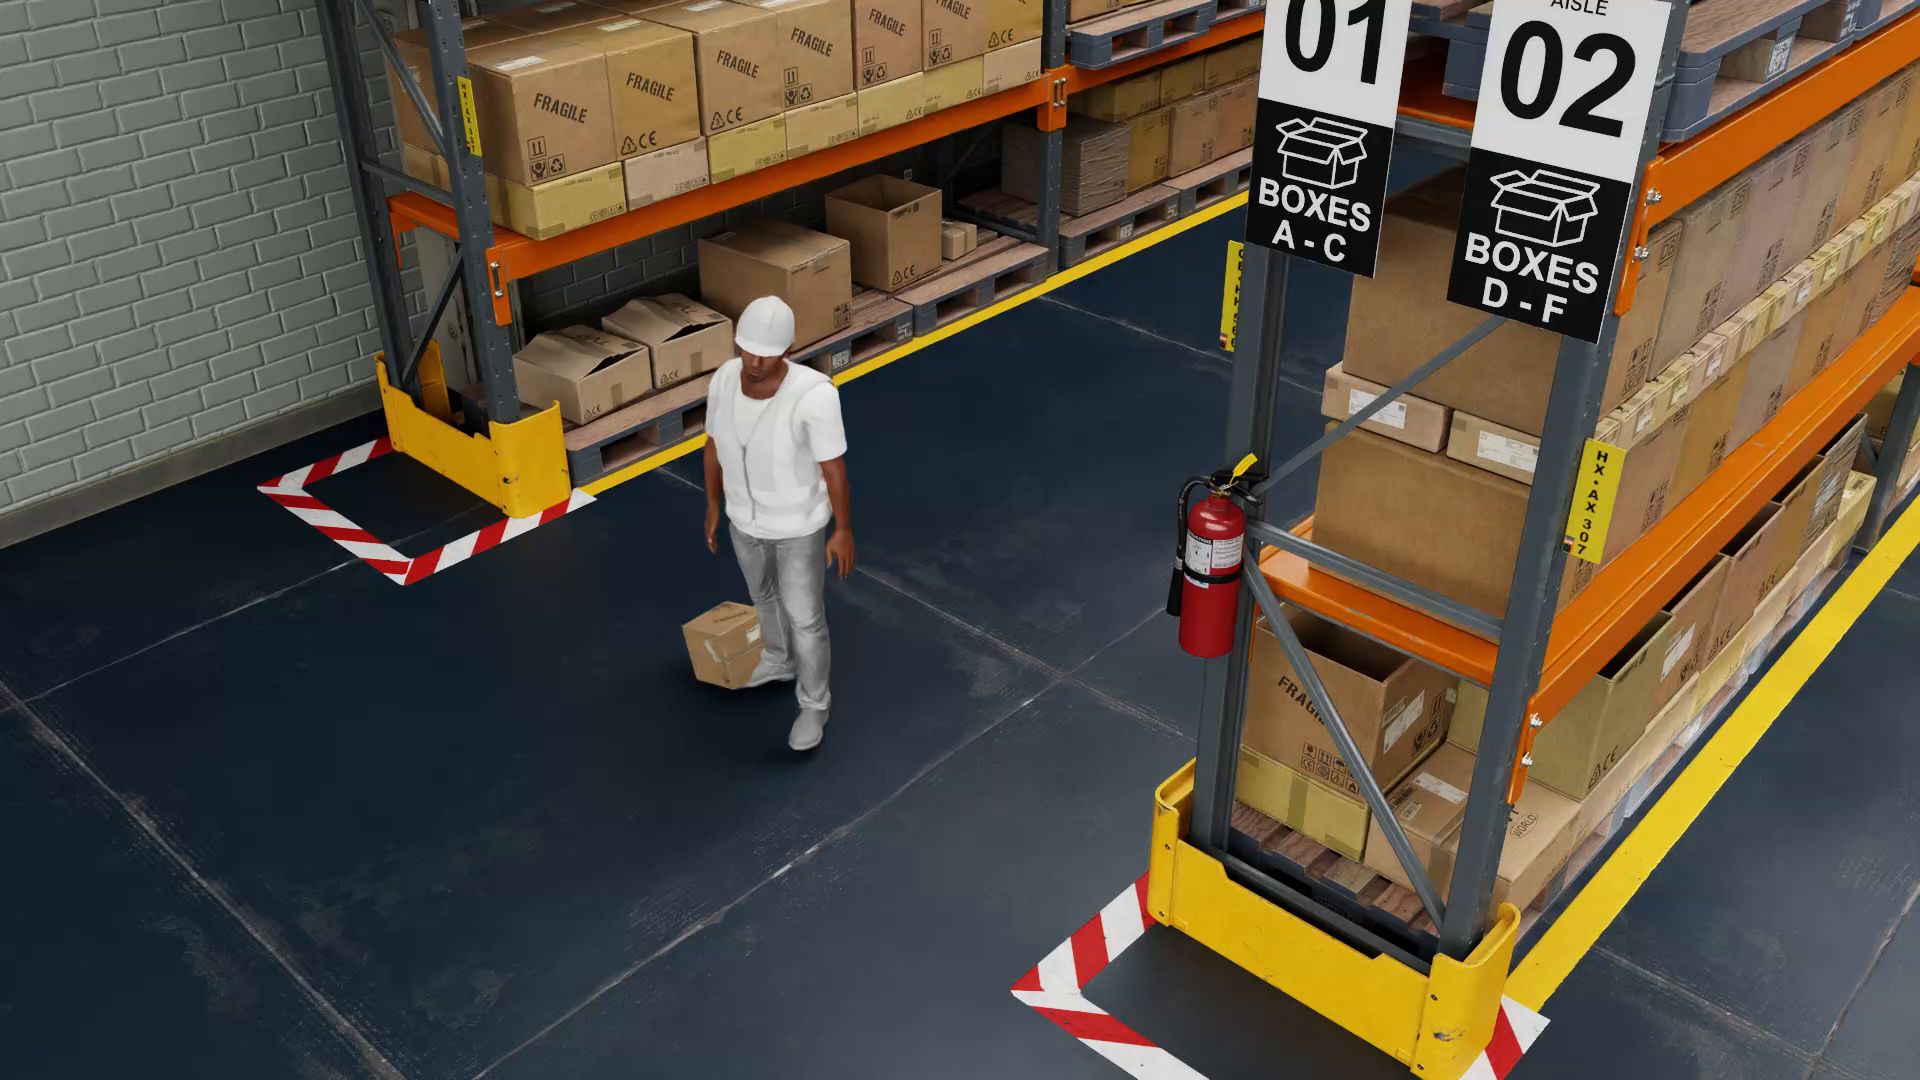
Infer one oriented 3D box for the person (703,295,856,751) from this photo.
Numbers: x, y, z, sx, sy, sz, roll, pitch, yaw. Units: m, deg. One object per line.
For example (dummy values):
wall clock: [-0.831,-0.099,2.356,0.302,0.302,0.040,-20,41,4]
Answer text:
person: [-0.696,-0.079,6.200,0.652,1.767,0.463,19,36,28]
